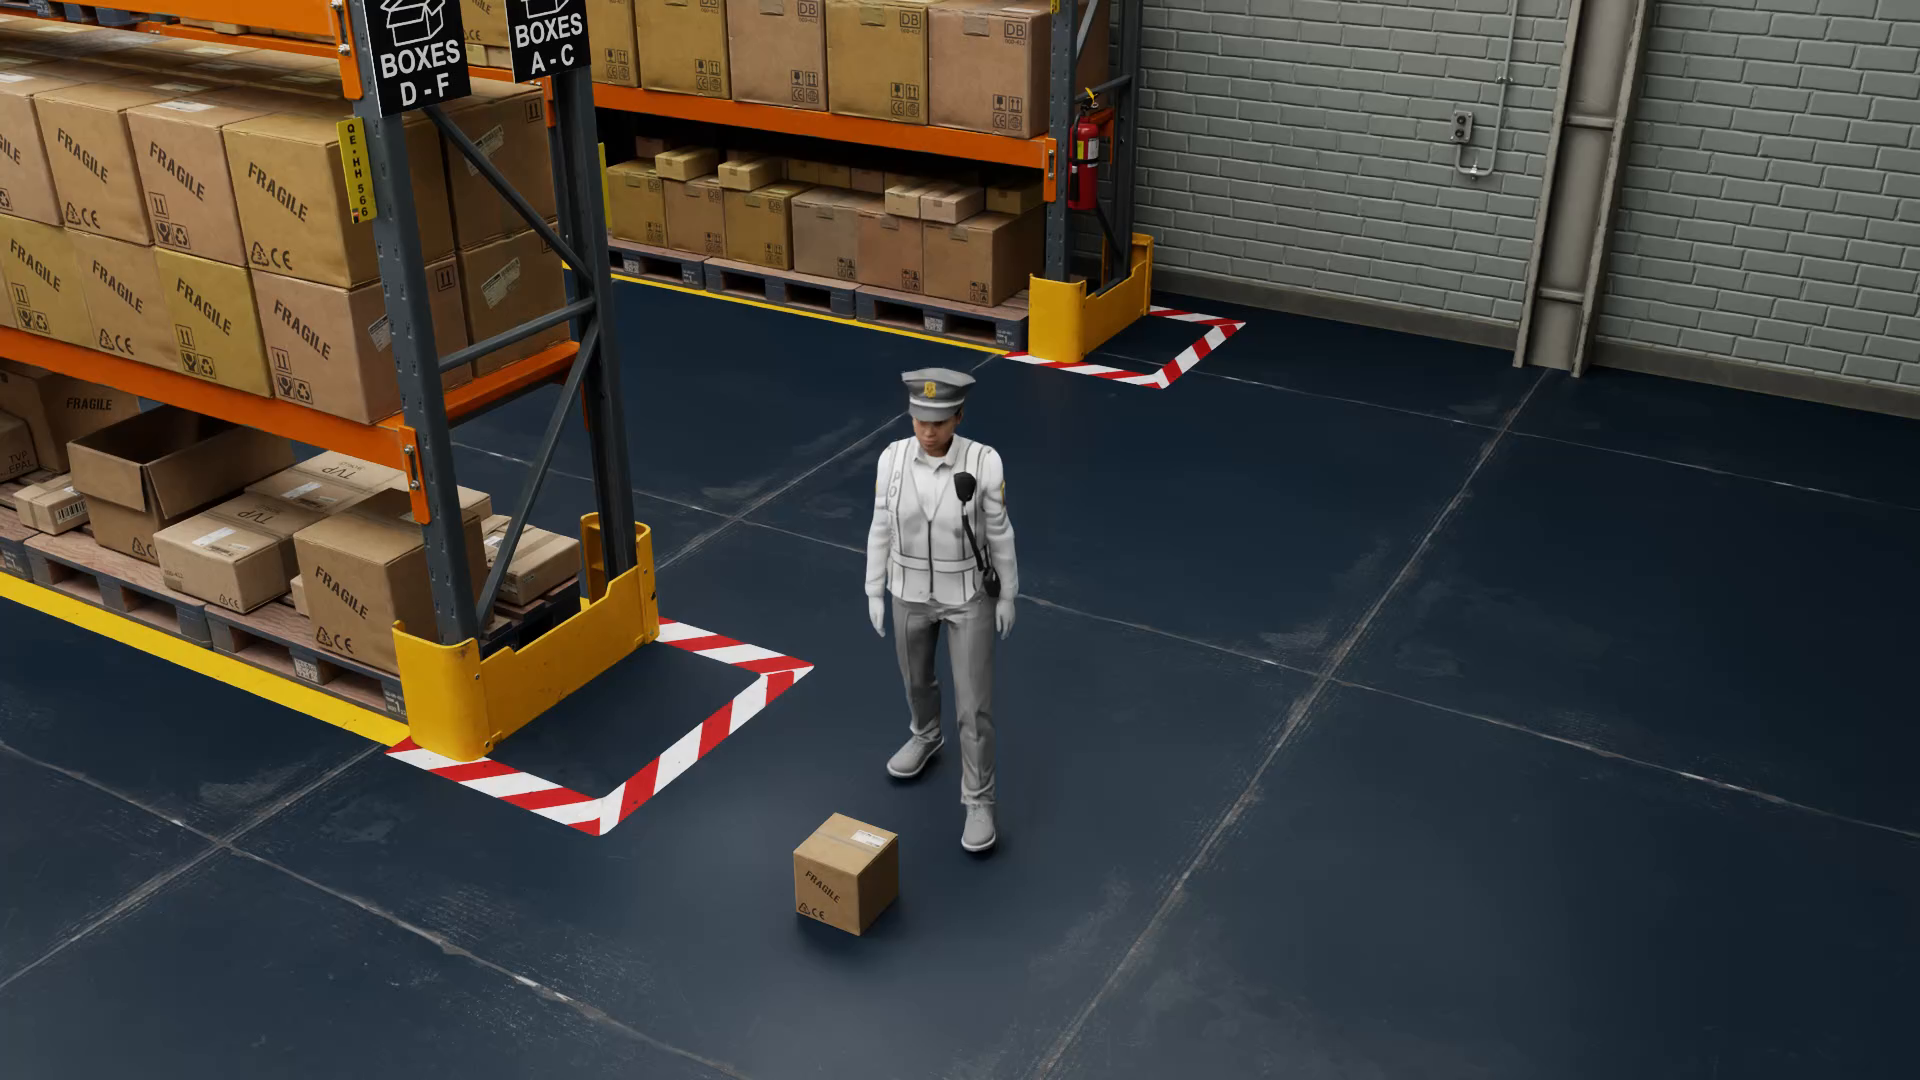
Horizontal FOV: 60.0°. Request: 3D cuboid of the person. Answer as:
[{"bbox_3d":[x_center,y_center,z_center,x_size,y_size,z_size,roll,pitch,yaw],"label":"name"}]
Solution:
[{"bbox_3d":[-0.070,0.191,5.684,0.522,1.664,0.639,6,27,12],"label":"person"}]
